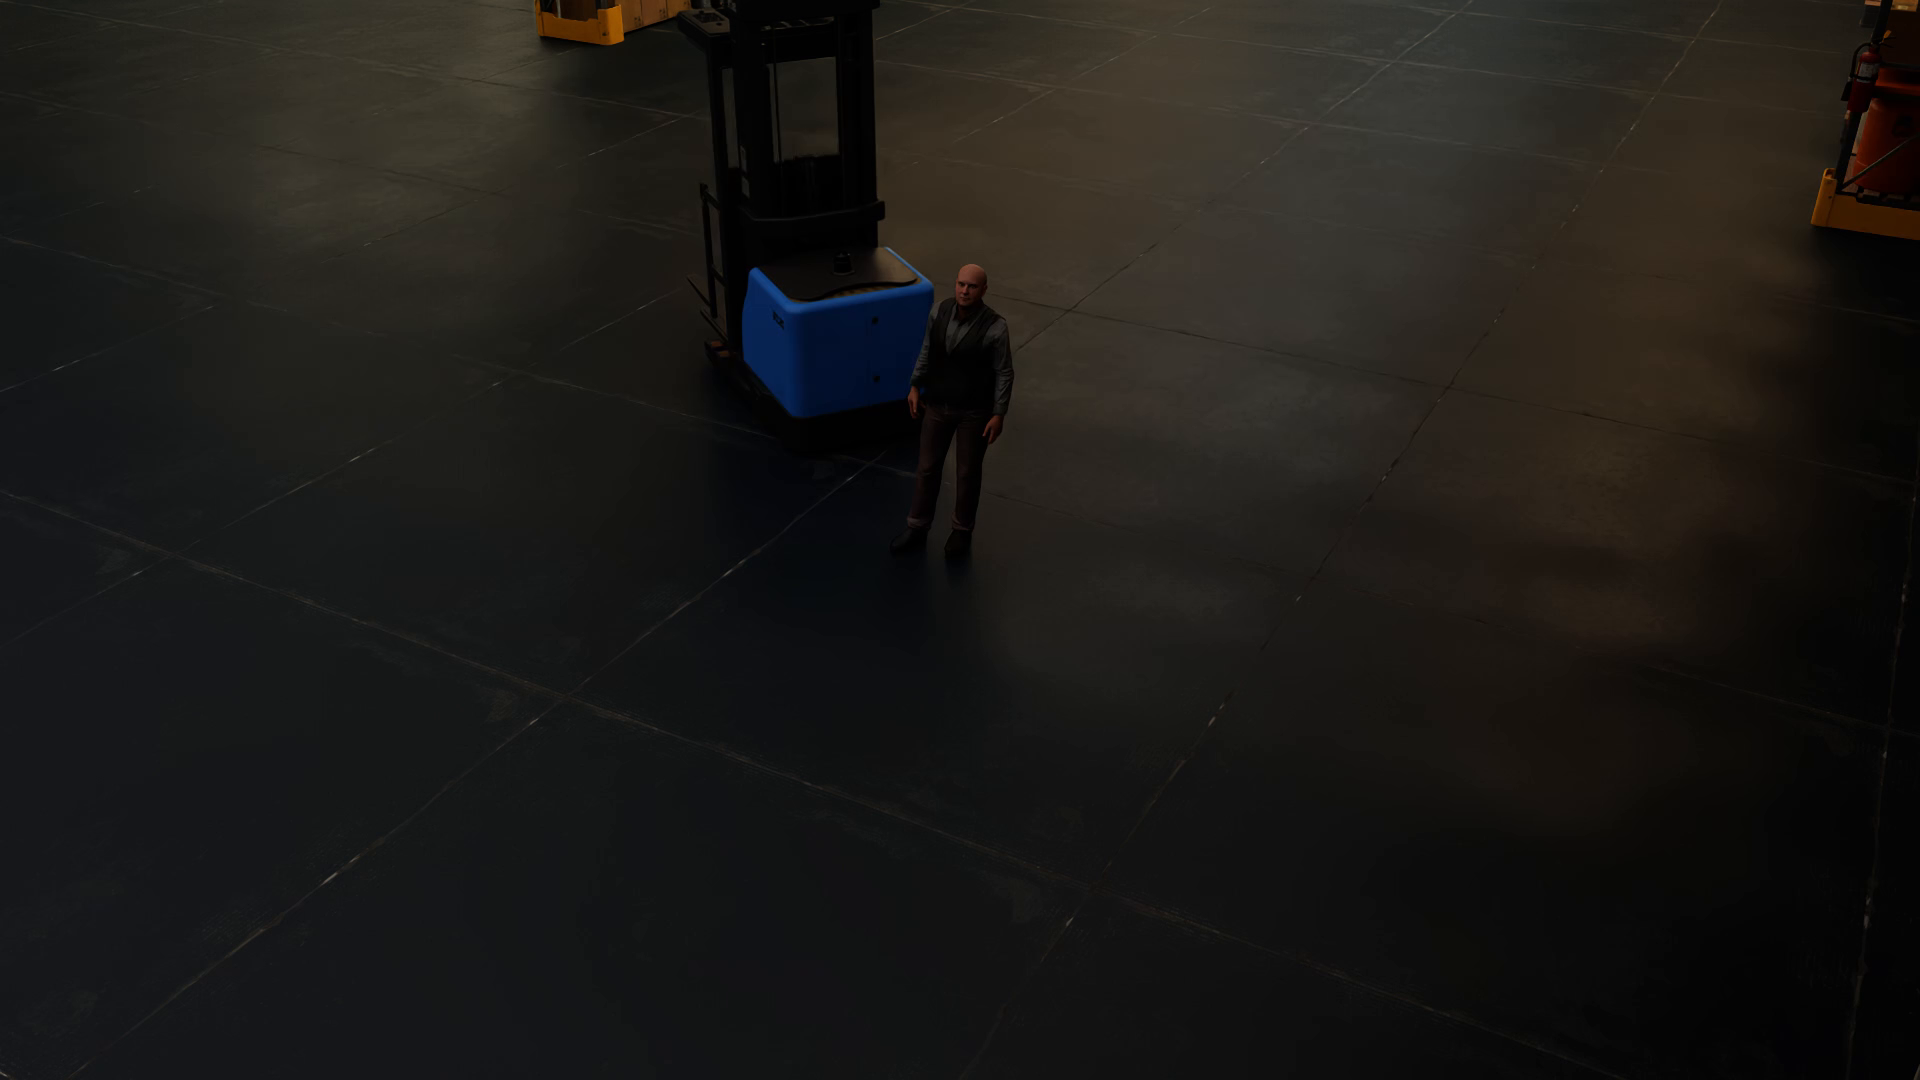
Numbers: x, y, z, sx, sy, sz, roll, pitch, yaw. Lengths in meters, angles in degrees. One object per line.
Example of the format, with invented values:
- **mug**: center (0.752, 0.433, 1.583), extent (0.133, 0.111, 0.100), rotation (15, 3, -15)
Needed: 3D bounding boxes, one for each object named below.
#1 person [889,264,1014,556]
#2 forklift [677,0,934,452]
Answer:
- **person**: center (-0.037, -0.727, 9.525), extent (0.632, 1.720, 0.568), rotation (15, 33, 25)
- **forklift**: center (-1.228, -2.563, 11.511), extent (1.130, 2.935, 3.031), rotation (-13, 32, -21)
